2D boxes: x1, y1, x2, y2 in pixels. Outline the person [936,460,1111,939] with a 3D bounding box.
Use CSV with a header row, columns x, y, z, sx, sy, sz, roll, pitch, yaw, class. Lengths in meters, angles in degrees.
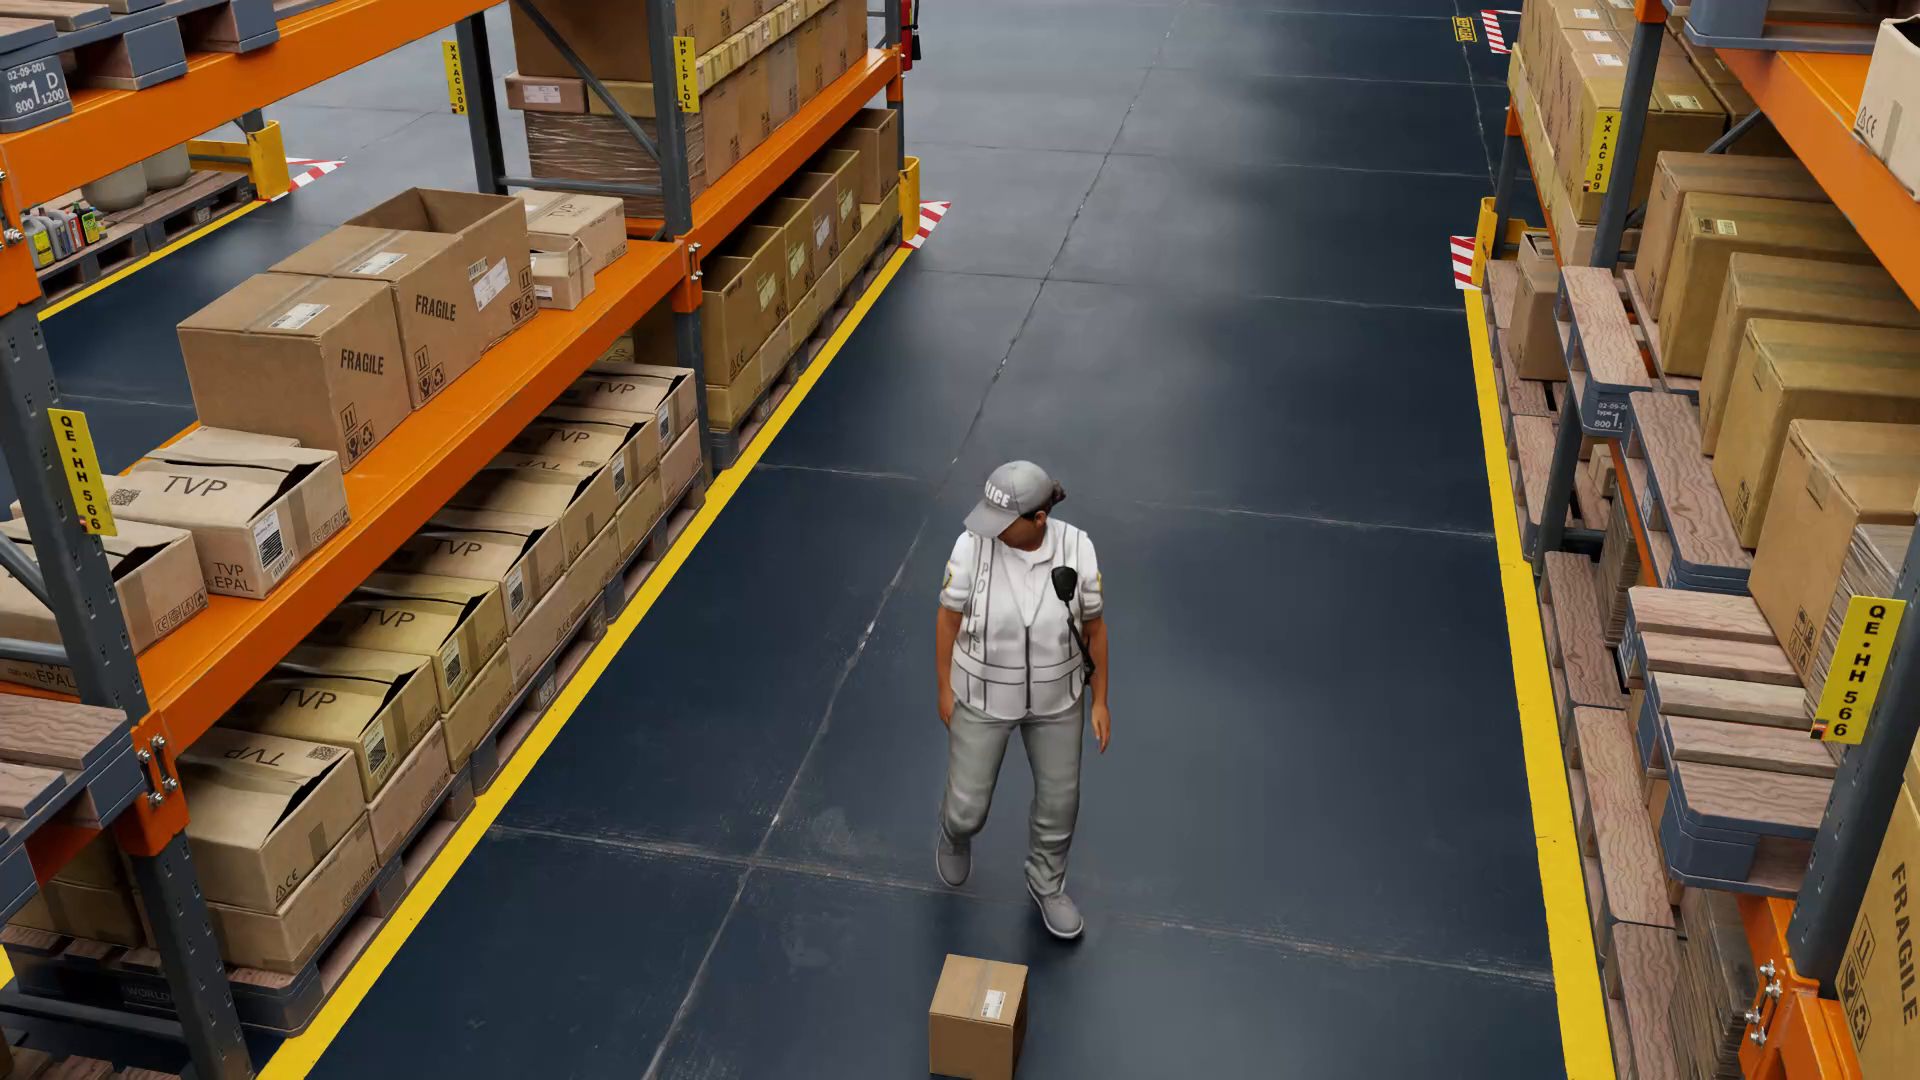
x,y,z,sx,sy,sz,roll,pitch,yaw,class
0.184,0.481,5.219,0.535,1.653,0.500,-5,29,-8,person
